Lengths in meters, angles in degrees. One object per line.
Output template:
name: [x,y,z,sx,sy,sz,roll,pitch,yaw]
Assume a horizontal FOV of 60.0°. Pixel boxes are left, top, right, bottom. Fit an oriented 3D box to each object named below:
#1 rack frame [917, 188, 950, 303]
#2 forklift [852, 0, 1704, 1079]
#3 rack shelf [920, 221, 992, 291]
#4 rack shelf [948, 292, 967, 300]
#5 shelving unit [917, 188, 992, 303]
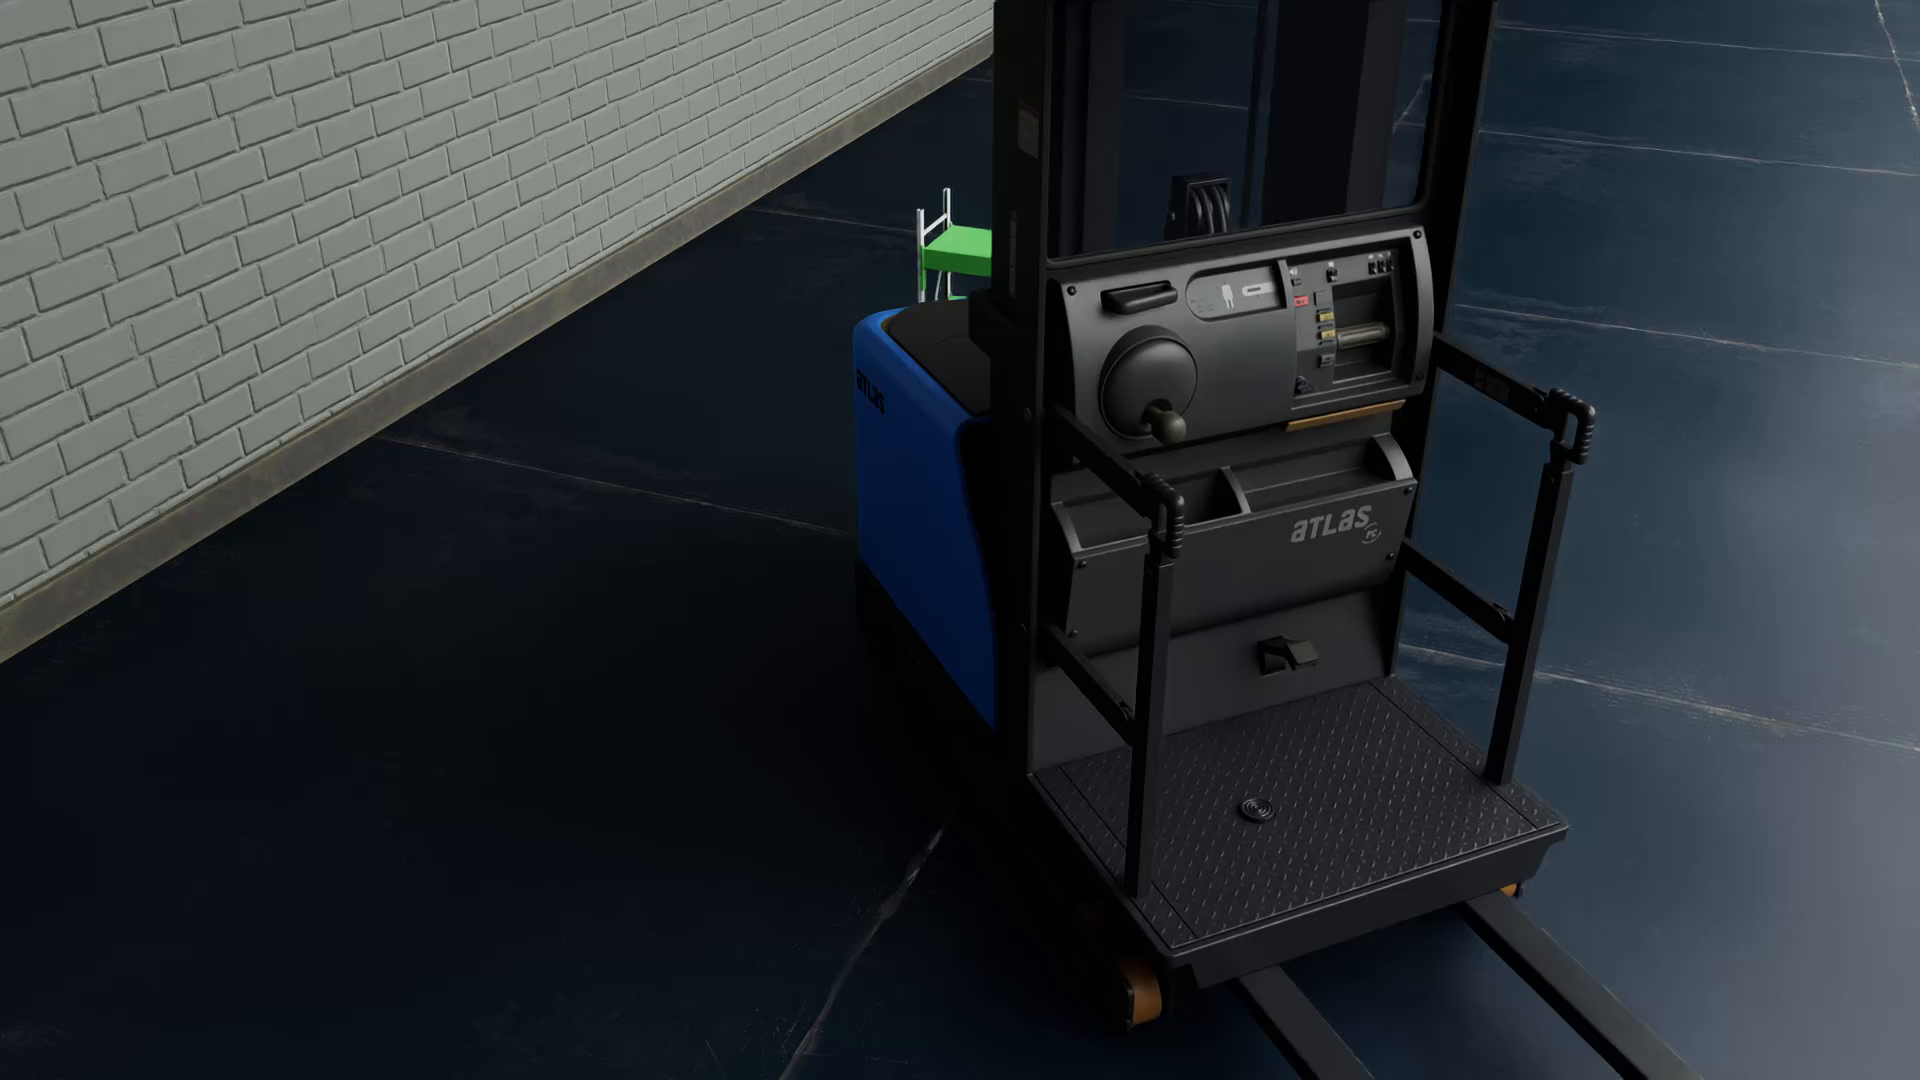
rack frame: [-0.083,-0.542,5.489,0.015,1.200,0.240,11,31,19]
forklift: [0.735,-0.411,3.498,1.130,2.935,3.031,-12,32,-20]
rack shelf: [0.144,-0.860,5.206,0.480,0.148,0.258,11,31,19]
rack shelf: [0.144,-0.651,5.324,0.480,0.148,0.258,11,31,19]
shelving unit: [0.144,-0.498,5.411,0.503,1.200,0.258,11,31,19]
